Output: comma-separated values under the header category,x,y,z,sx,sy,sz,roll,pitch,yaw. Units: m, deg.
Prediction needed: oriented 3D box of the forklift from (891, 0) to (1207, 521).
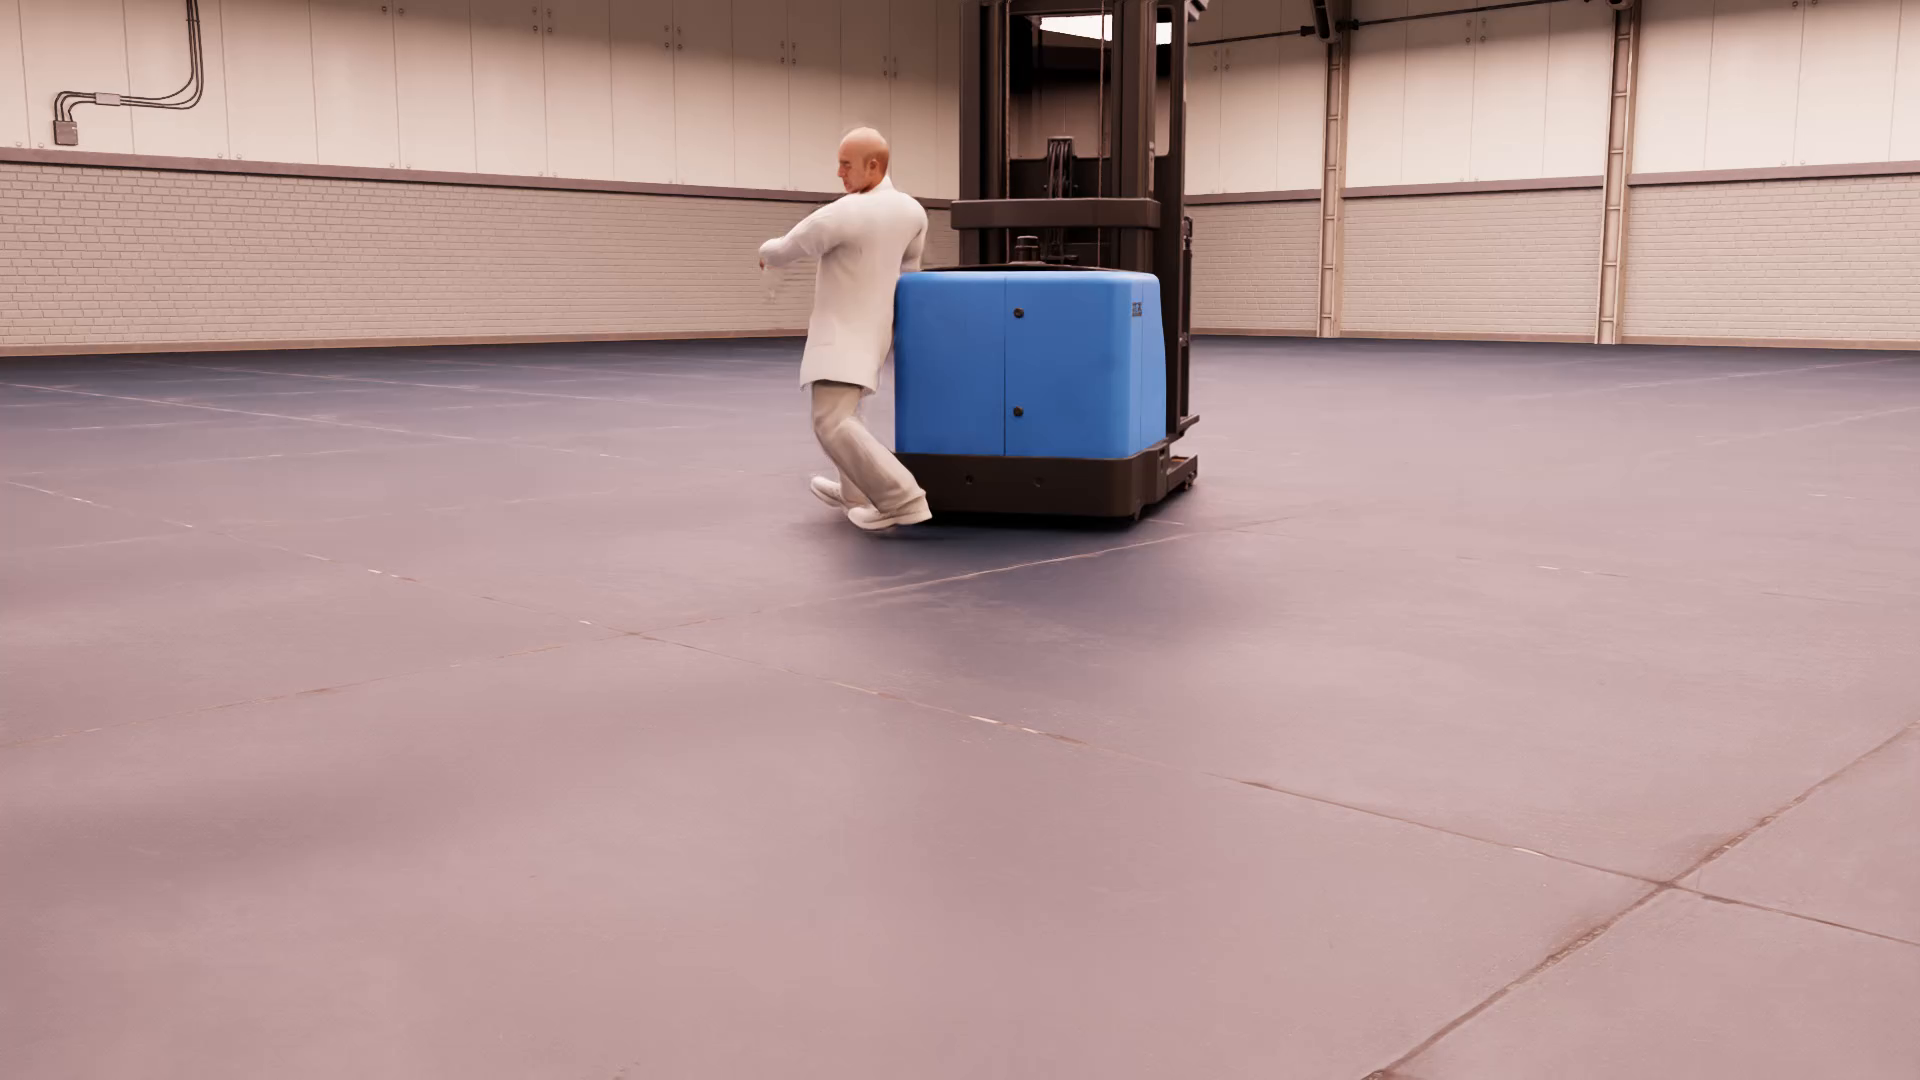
category,x,y,z,sx,sy,sz,roll,pitch,yaw
forklift,0.600,-1.708,8.214,1.130,2.935,3.031,2,9,16

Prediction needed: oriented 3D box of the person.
category,x,y,z,sx,sy,sz,roll,pitch,yaw
person,-0.432,-0.875,7.067,0.941,1.667,0.815,4,9,23
